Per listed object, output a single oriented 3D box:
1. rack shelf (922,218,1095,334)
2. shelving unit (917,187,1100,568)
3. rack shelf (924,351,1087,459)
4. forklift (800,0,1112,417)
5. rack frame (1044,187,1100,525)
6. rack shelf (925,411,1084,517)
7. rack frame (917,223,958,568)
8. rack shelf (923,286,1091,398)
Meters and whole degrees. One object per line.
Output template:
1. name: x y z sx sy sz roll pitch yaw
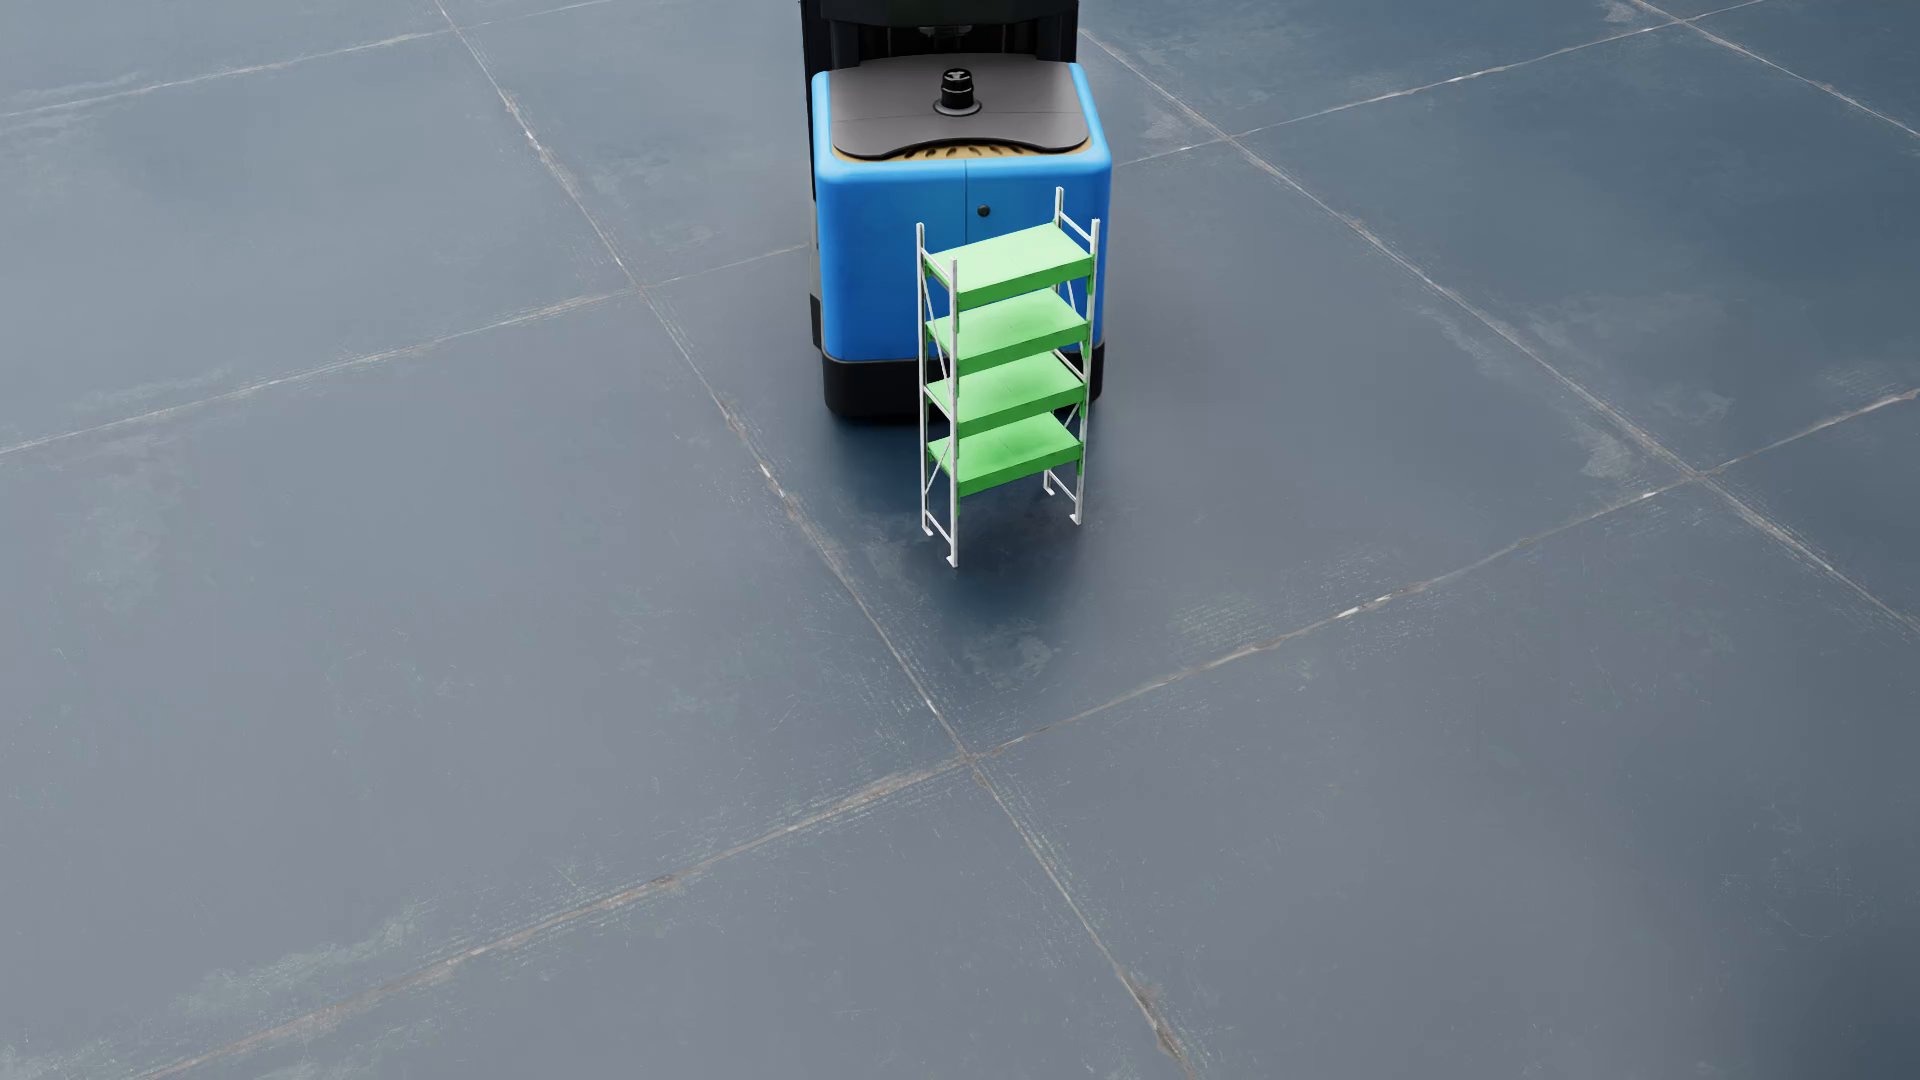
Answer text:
1. rack shelf: 0.147 -0.825 5.168 0.480 0.148 0.258 -19 44 -21
2. shelving unit: 0.147 -0.507 5.437 0.503 1.200 0.258 -19 44 -21
3. rack shelf: 0.147 -0.459 5.478 0.480 0.148 0.258 -19 44 -21
4. forklift: -0.101 -2.521 6.476 1.130 2.935 3.031 -3 40 -4
5. rack frame: 0.363 -0.580 5.523 0.015 1.200 0.240 -19 44 -21
6. rack shelf: 0.147 -0.275 5.633 0.480 0.148 0.258 -19 44 -21
7. rack frame: -0.070 -0.435 5.351 0.015 1.200 0.240 -19 44 -21
8. rack shelf: 0.147 -0.642 5.323 0.480 0.148 0.258 -19 44 -21
